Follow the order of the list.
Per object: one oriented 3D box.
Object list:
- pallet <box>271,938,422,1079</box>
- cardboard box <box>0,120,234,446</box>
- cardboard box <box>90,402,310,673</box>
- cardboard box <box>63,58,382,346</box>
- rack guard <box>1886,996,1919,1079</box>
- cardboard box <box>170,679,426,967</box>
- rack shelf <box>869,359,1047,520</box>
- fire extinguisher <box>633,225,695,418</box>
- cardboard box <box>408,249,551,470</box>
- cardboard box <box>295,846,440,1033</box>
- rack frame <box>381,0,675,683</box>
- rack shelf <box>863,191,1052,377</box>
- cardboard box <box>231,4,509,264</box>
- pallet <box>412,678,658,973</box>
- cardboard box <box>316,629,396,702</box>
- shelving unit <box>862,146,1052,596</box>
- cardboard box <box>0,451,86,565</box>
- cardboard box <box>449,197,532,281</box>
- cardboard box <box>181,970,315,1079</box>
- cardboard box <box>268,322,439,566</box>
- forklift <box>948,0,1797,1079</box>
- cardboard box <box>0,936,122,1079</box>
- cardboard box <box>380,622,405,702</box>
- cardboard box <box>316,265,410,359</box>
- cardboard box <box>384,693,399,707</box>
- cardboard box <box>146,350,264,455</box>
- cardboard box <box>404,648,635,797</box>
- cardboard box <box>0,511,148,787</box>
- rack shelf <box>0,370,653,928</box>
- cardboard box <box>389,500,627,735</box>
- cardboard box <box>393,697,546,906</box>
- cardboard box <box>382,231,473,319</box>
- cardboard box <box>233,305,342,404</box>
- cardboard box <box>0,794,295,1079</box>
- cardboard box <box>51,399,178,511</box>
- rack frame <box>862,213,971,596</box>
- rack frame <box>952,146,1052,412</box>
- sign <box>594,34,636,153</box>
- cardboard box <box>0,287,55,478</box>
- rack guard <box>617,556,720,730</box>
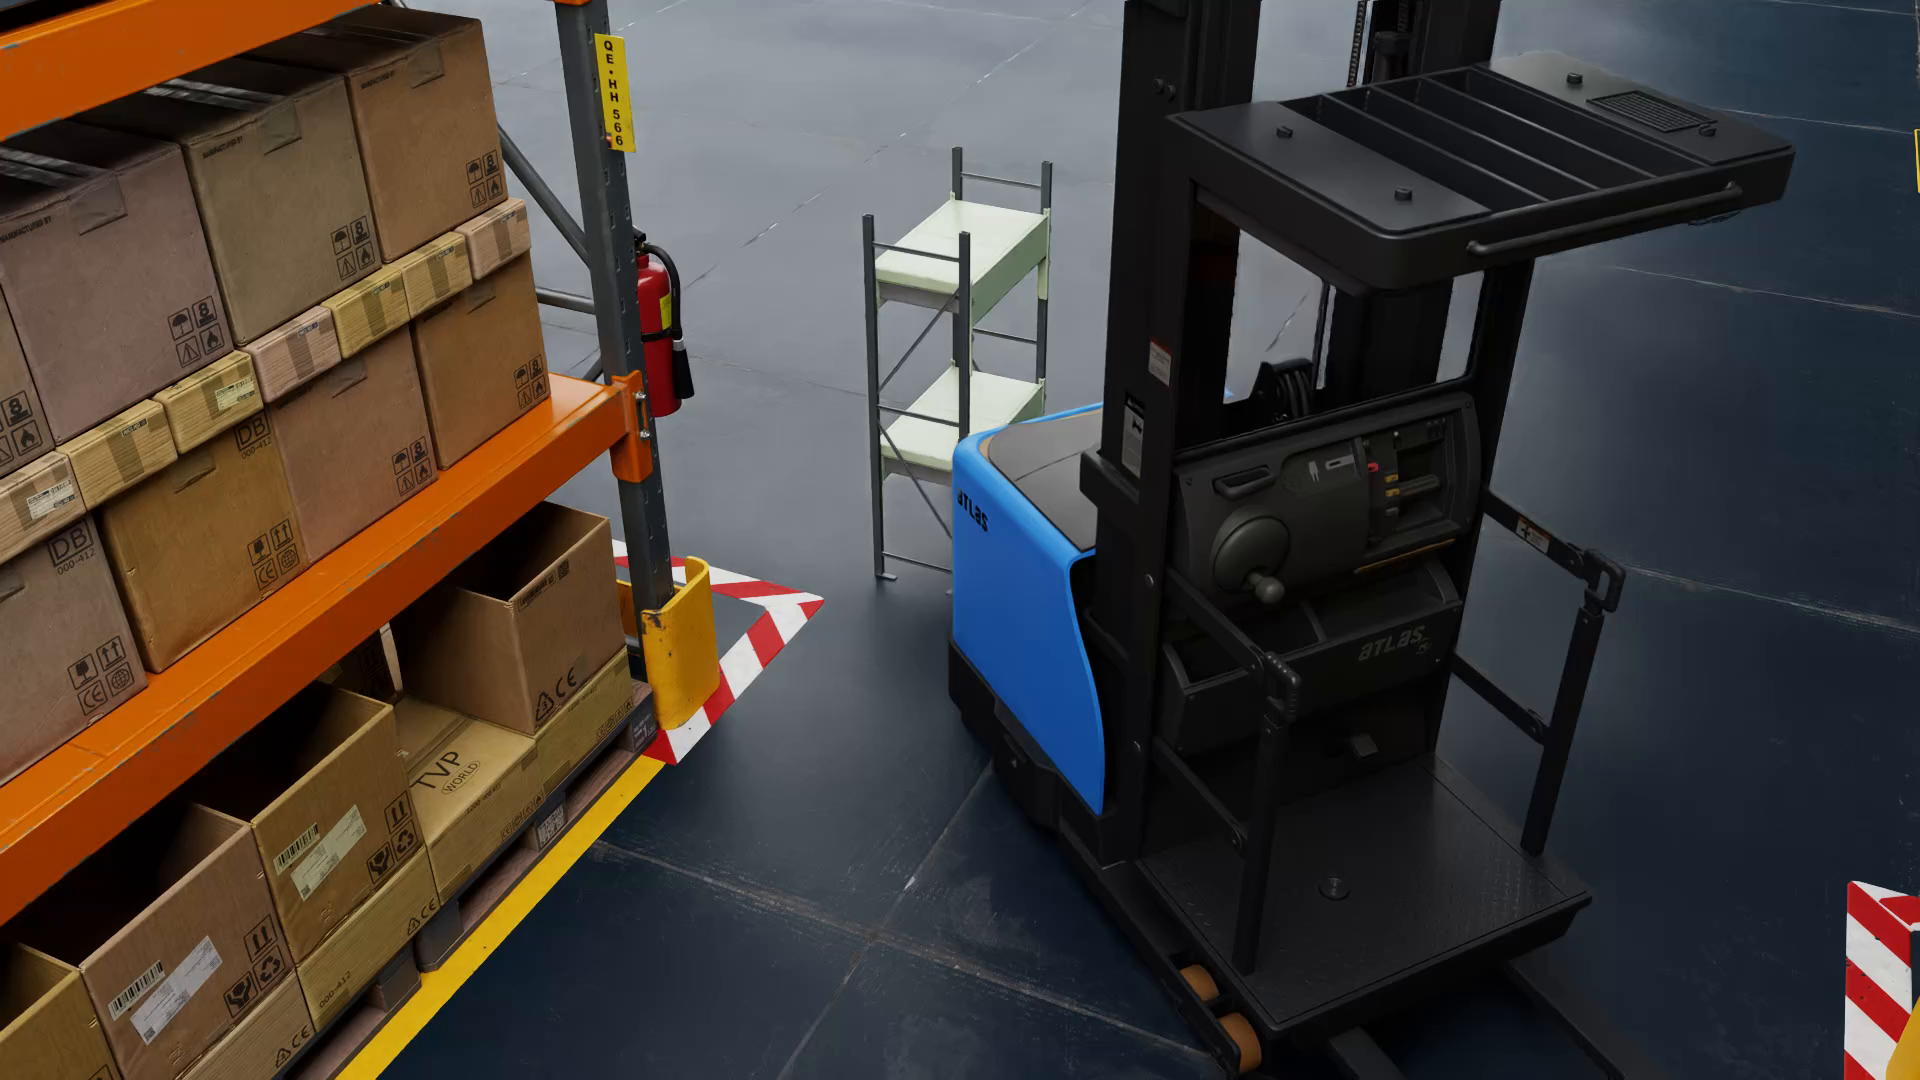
[{"bbox_3d":[-2.245,1.369,4.469,1.003,0.211,1.213,14,36,20],"label":"pallet"},{"bbox_3d":[-2.105,-0.607,3.665,0.700,0.500,0.500,14,36,21],"label":"cardboard box"},{"bbox_3d":[-2.086,-0.096,4.070,0.700,0.500,0.500,14,36,21],"label":"cardboard box"},{"bbox_3d":[-1.895,-0.858,4.048,0.700,0.500,0.500,13,36,19],"label":"cardboard box"},{"bbox_3d":[3.018,1.425,4.121,1.175,0.500,0.348,14,36,20],"label":"rack guard"},{"bbox_3d":[-1.810,0.705,4.380,0.500,0.500,0.500,14,36,20],"label":"cardboard box"},{"bbox_3d":[0.003,-0.358,6.523,0.431,0.370,0.720,14,36,20],"label":"rack shelf"},{"bbox_3d":[-0.980,-0.712,5.172,0.296,0.674,0.183,14,36,20],"label":"fire extinguisher"},{"bbox_3d":[-1.658,-0.605,4.846,0.700,0.500,0.500,14,36,20],"label":"cardboard box"},{"bbox_3d":[-1.813,1.018,4.587,0.500,0.250,0.500,14,36,20],"label":"cardboard box"},{"bbox_3d":[-1.451,-0.793,5.223,1.000,3.000,0.127,14,36,20],"label":"rack frame"},{"bbox_3d":[0.003,-0.957,6.130,0.431,0.370,0.720,14,36,20],"label":"rack shelf"},{"bbox_3d":[-1.680,-1.121,4.450,0.700,0.500,0.500,14,36,21],"label":"cardboard box"},{"bbox_3d":[-1.733,0.764,5.392,1.003,0.211,1.213,14,36,20],"label":"pallet"},{"bbox_3d":[-2.085,0.334,4.946,0.500,0.500,0.500,14,36,20],"label":"cardboard box"},{"bbox_3d":[0.003,-0.631,6.344,0.431,1.500,0.755,14,36,20],"label":"shelving unit"},{"bbox_3d":[-2.085,-0.099,3.482,0.380,0.149,0.250,14,36,20],"label":"cardboard box"},{"bbox_3d":[-1.438,-0.872,4.661,0.380,0.149,0.250,14,36,20],"label":"cardboard box"},{"bbox_3d":[-2.024,1.266,4.208,0.500,0.250,0.500,14,36,20],"label":"cardboard box"},{"bbox_3d":[-1.873,-0.342,4.445,0.700,0.500,0.500,15,36,22],"label":"cardboard box"},{"bbox_3d":[1.067,-0.049,4.151,1.130,2.935,3.031,-15,36,-22],"label":"forklift"},{"bbox_3d":[-2.228,1.203,3.620,0.500,0.500,0.500,14,36,20],"label":"cardboard box"},{"bbox_3d":[-1.877,0.398,5.532,0.500,0.250,0.500,14,36,20],"label":"cardboard box"},{"bbox_3d":[-1.653,-0.614,4.267,0.380,0.149,0.250,14,36,20],"label":"cardboard box"},{"bbox_3d":[-2.083,0.648,5.151,0.500,0.250,0.500,14,36,20],"label":"cardboard box"},{"bbox_3d":[-1.870,-0.358,3.878,0.380,0.149,0.250,15,36,22],"label":"cardboard box"},{"bbox_3d":[-1.407,0.517,5.351,0.500,0.250,0.500,14,36,20],"label":"cardboard box"},{"bbox_3d":[-2.303,0.167,3.669,0.700,0.500,0.500,15,36,22],"label":"cardboard box"},{"bbox_3d":[-2.288,0.504,3.901,1.077,0.370,4.000,14,36,20],"label":"rack shelf"},{"bbox_3d":[-1.405,0.203,5.145,0.500,0.500,0.500,14,36,20],"label":"cardboard box"},{"bbox_3d":[-1.605,0.768,4.967,0.500,0.250,0.500,14,36,20],"label":"cardboard box"},{"bbox_3d":[-1.546,-0.741,4.462,0.380,0.149,0.250,15,36,22],"label":"cardboard box"},{"bbox_3d":[-1.760,-0.489,4.077,0.380,0.149,0.250,15,36,21],"label":"cardboard box"},{"bbox_3d":[-2.020,0.954,4.001,0.500,0.500,0.500,14,36,20],"label":"cardboard box"},{"bbox_3d":[-1.978,-0.226,3.677,0.380,0.149,0.250,15,36,22],"label":"cardboard box"},{"bbox_3d":[-0.150,-0.448,6.066,0.400,1.500,0.023,14,36,20],"label":"rack frame"},{"bbox_3d":[0.156,-0.813,6.622,0.400,1.500,0.023,14,36,20],"label":"rack frame"},{"bbox_3d":[-0.964,-1.244,4.640,0.100,0.325,0.005,14,36,20],"label":"sign"},{"bbox_3d":[-2.315,-0.357,3.285,0.700,0.500,0.500,14,36,21],"label":"cardboard box"},{"bbox_3d":[-1.441,0.241,5.927,1.175,0.500,0.348,14,36,20],"label":"rack guard"}]
